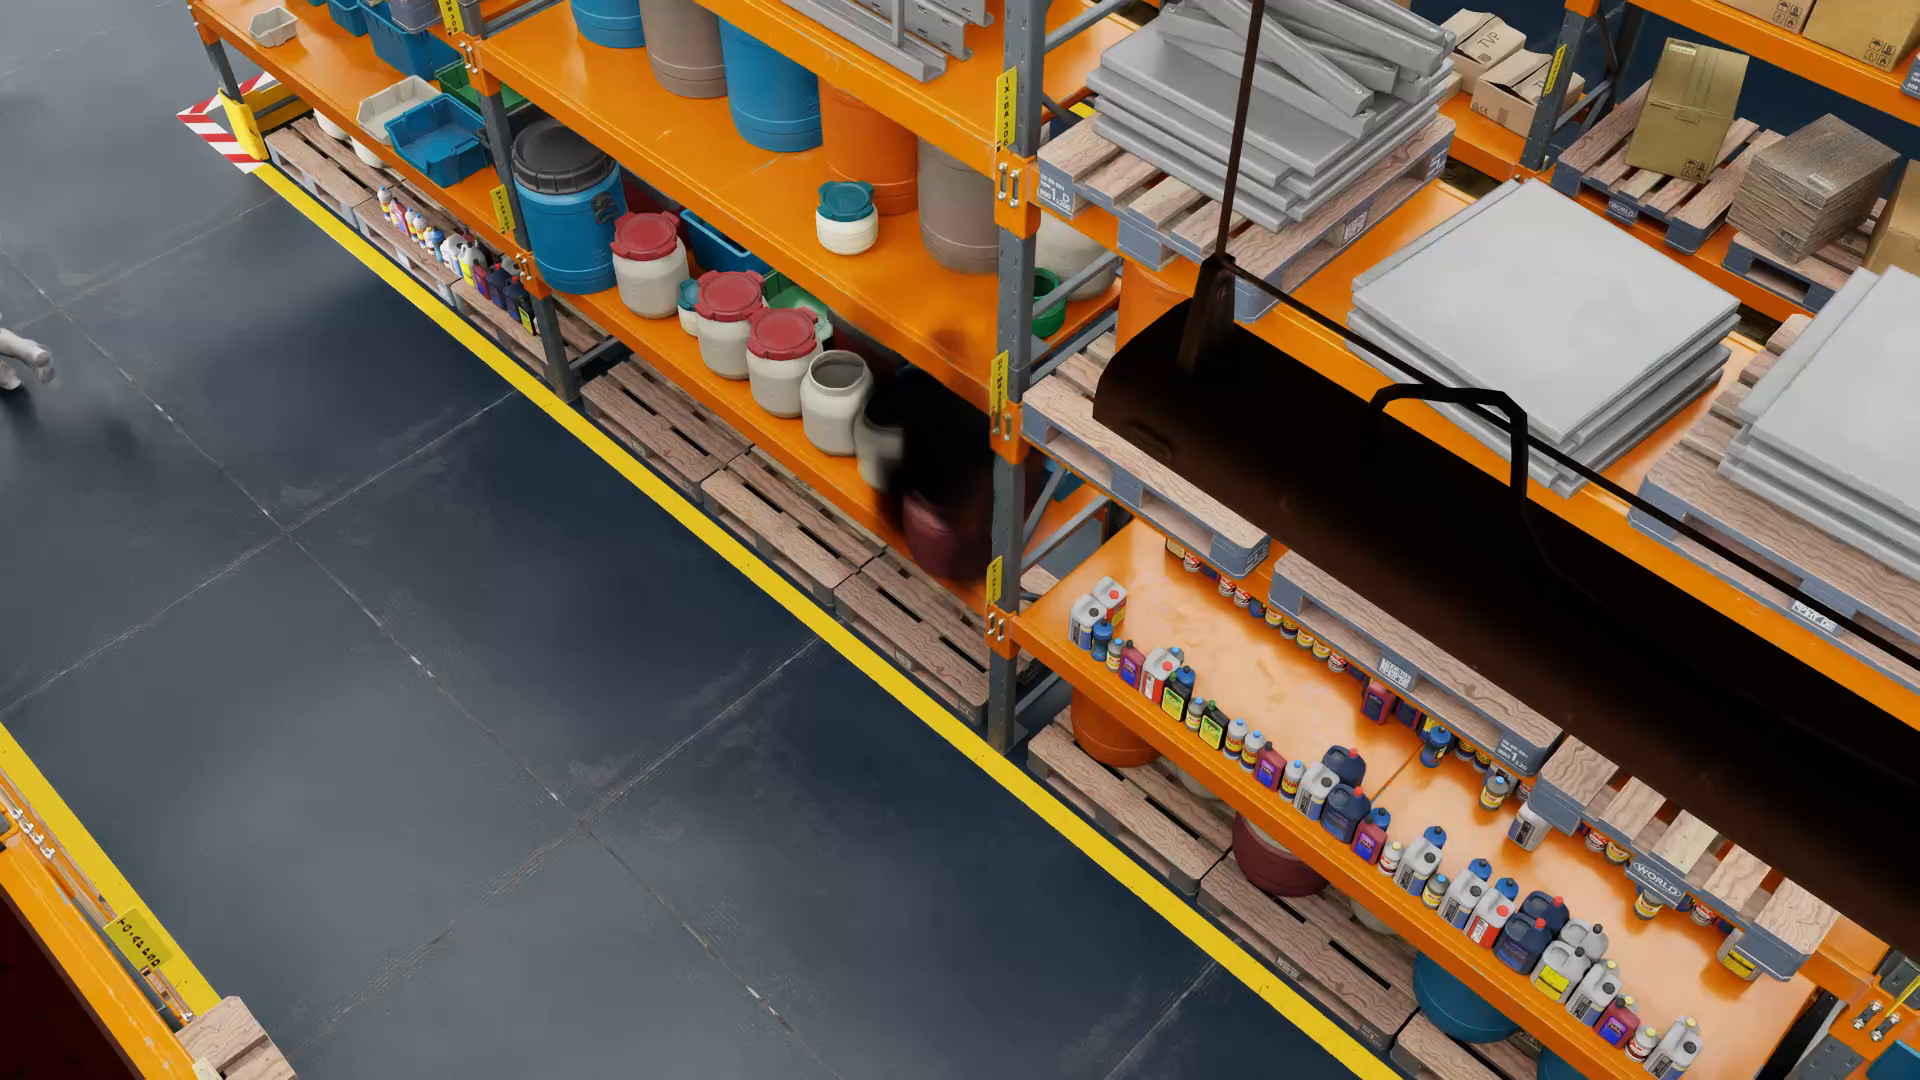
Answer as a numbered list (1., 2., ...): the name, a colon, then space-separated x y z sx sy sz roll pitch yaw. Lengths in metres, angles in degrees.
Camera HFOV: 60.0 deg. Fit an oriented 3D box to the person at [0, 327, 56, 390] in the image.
1. person: -6.353 -1.500 10.595 0.856 1.664 0.707 11 51 9
